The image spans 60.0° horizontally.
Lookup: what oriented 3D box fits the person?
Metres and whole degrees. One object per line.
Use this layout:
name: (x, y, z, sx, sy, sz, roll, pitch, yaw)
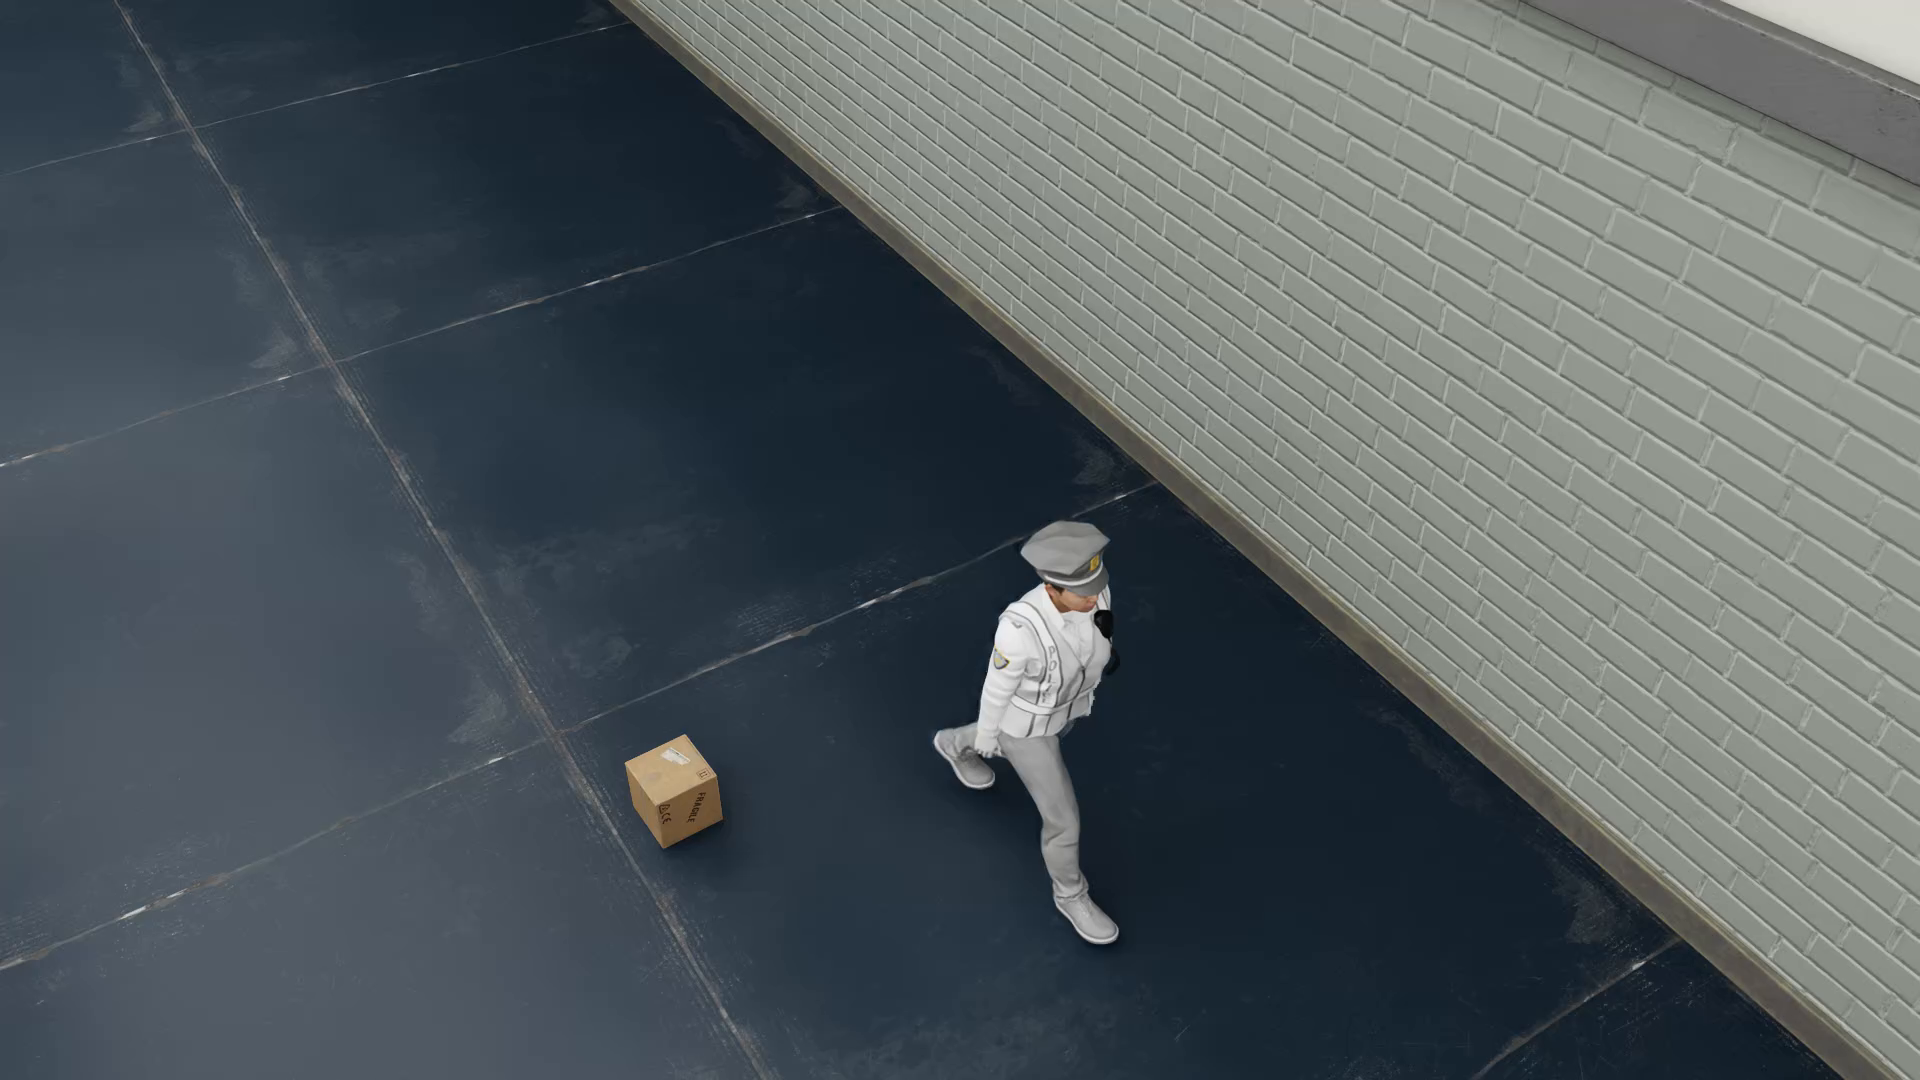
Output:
person: (0.253, 0.524, 5.563, 1.001, 1.612, 0.487, 32, 50, 31)
